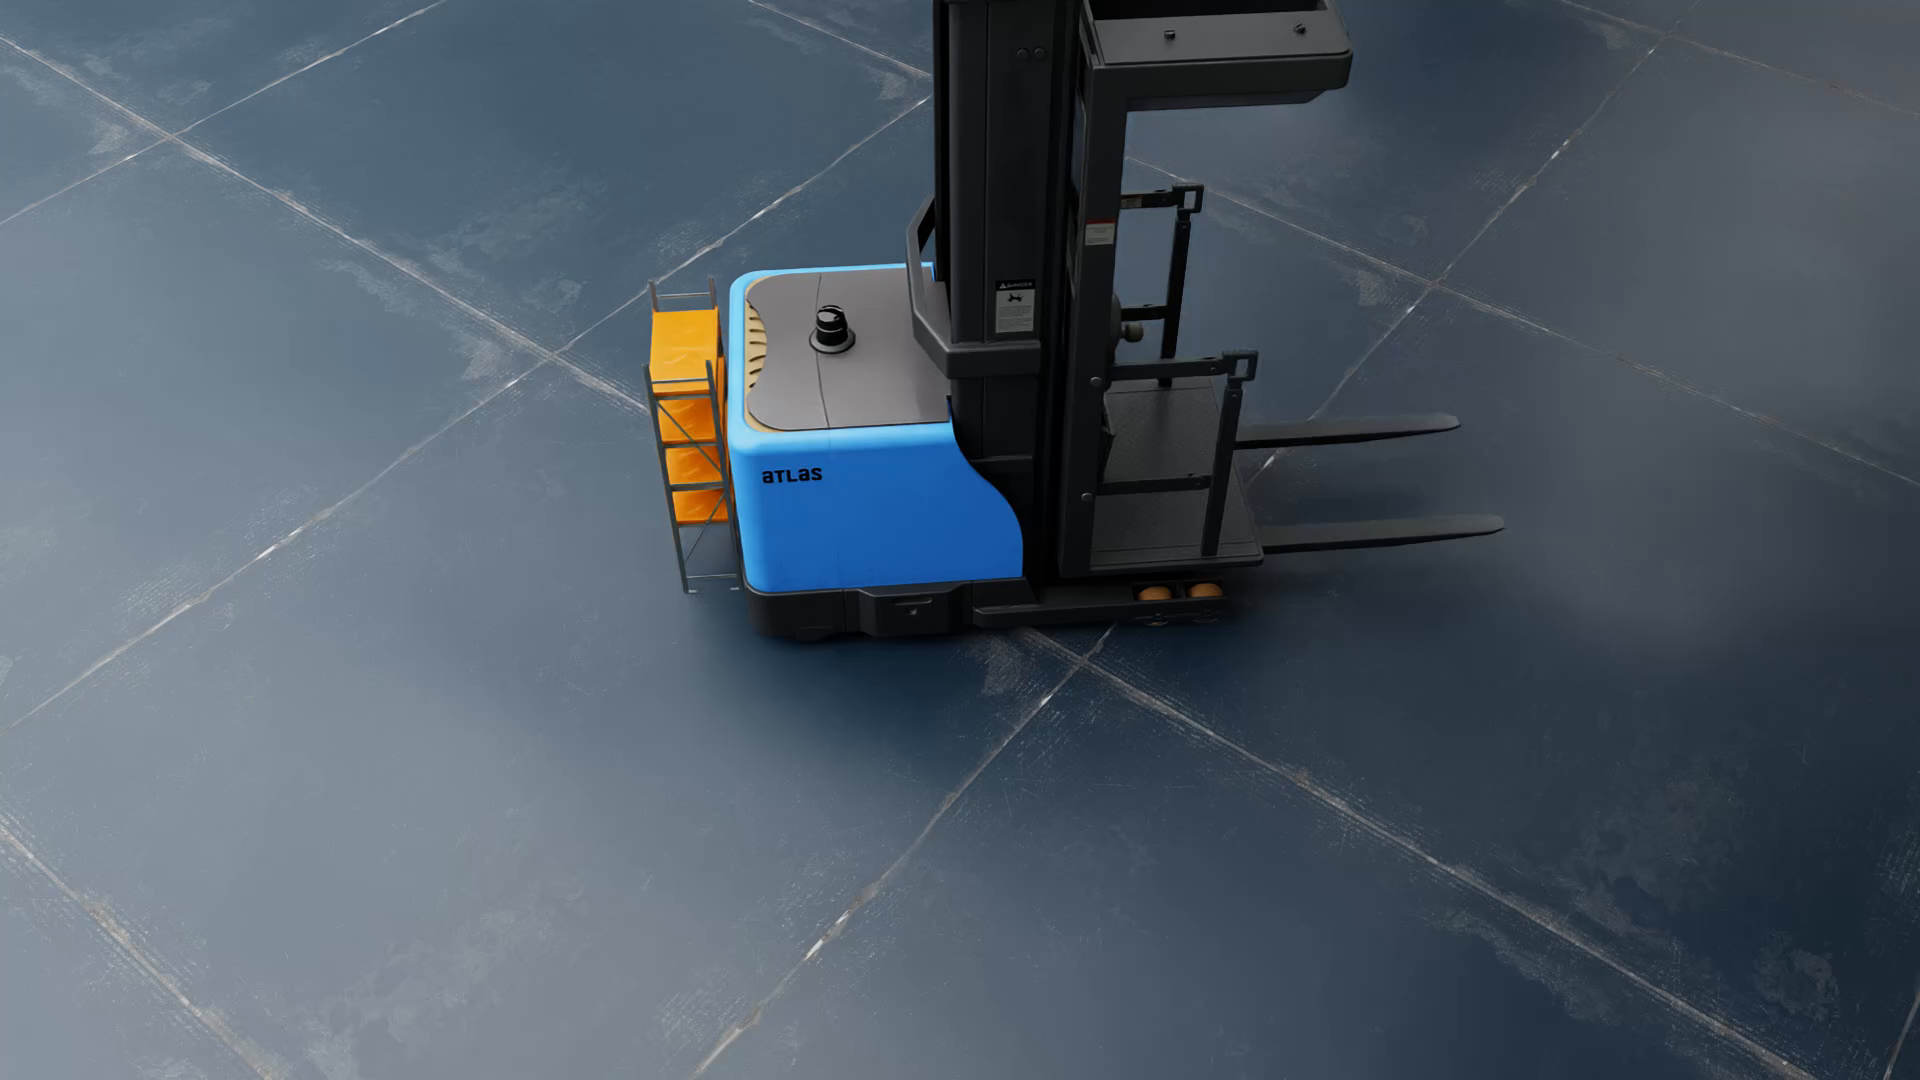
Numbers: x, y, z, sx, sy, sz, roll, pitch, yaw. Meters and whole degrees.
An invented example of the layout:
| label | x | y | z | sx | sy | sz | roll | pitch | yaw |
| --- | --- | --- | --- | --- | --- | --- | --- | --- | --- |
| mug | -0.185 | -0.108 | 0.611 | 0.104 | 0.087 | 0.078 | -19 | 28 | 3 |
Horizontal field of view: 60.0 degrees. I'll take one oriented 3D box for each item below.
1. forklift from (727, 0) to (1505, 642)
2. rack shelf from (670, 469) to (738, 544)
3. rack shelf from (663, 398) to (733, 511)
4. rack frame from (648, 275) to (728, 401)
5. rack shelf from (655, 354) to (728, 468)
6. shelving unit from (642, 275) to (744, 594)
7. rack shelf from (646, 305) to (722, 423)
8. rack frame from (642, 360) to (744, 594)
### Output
| label | x | y | z | sx | sy | sz | roll | pitch | yaw |
| --- | --- | --- | --- | --- | --- | --- | --- | --- | --- |
| forklift | 0.645 | -1.053 | 5.893 | 3.031 | 2.935 | 1.130 | -4 | 46 | -3 |
| rack shelf | -1.016 | -0.201 | 6.644 | 0.258 | 0.148 | 0.480 | -4 | 46 | -3 |
| rack shelf | -1.016 | -0.338 | 6.500 | 0.258 | 0.148 | 0.480 | -4 | 46 | -3 |
| rack frame | -1.037 | -0.560 | 6.620 | 0.240 | 1.200 | 0.015 | -4 | 46 | -3 |
| rack shelf | -1.017 | -0.492 | 6.339 | 0.258 | 0.148 | 0.480 | -4 | 46 | -3 |
| shelving unit | -1.016 | -0.384 | 6.452 | 0.258 | 1.200 | 0.503 | -4 | 46 | -3 |
| rack shelf | -1.017 | -0.656 | 6.168 | 0.258 | 0.148 | 0.480 | -4 | 46 | -3 |
| rack frame | -0.995 | -0.209 | 6.284 | 0.240 | 1.200 | 0.015 | -4 | 46 | -3 |
